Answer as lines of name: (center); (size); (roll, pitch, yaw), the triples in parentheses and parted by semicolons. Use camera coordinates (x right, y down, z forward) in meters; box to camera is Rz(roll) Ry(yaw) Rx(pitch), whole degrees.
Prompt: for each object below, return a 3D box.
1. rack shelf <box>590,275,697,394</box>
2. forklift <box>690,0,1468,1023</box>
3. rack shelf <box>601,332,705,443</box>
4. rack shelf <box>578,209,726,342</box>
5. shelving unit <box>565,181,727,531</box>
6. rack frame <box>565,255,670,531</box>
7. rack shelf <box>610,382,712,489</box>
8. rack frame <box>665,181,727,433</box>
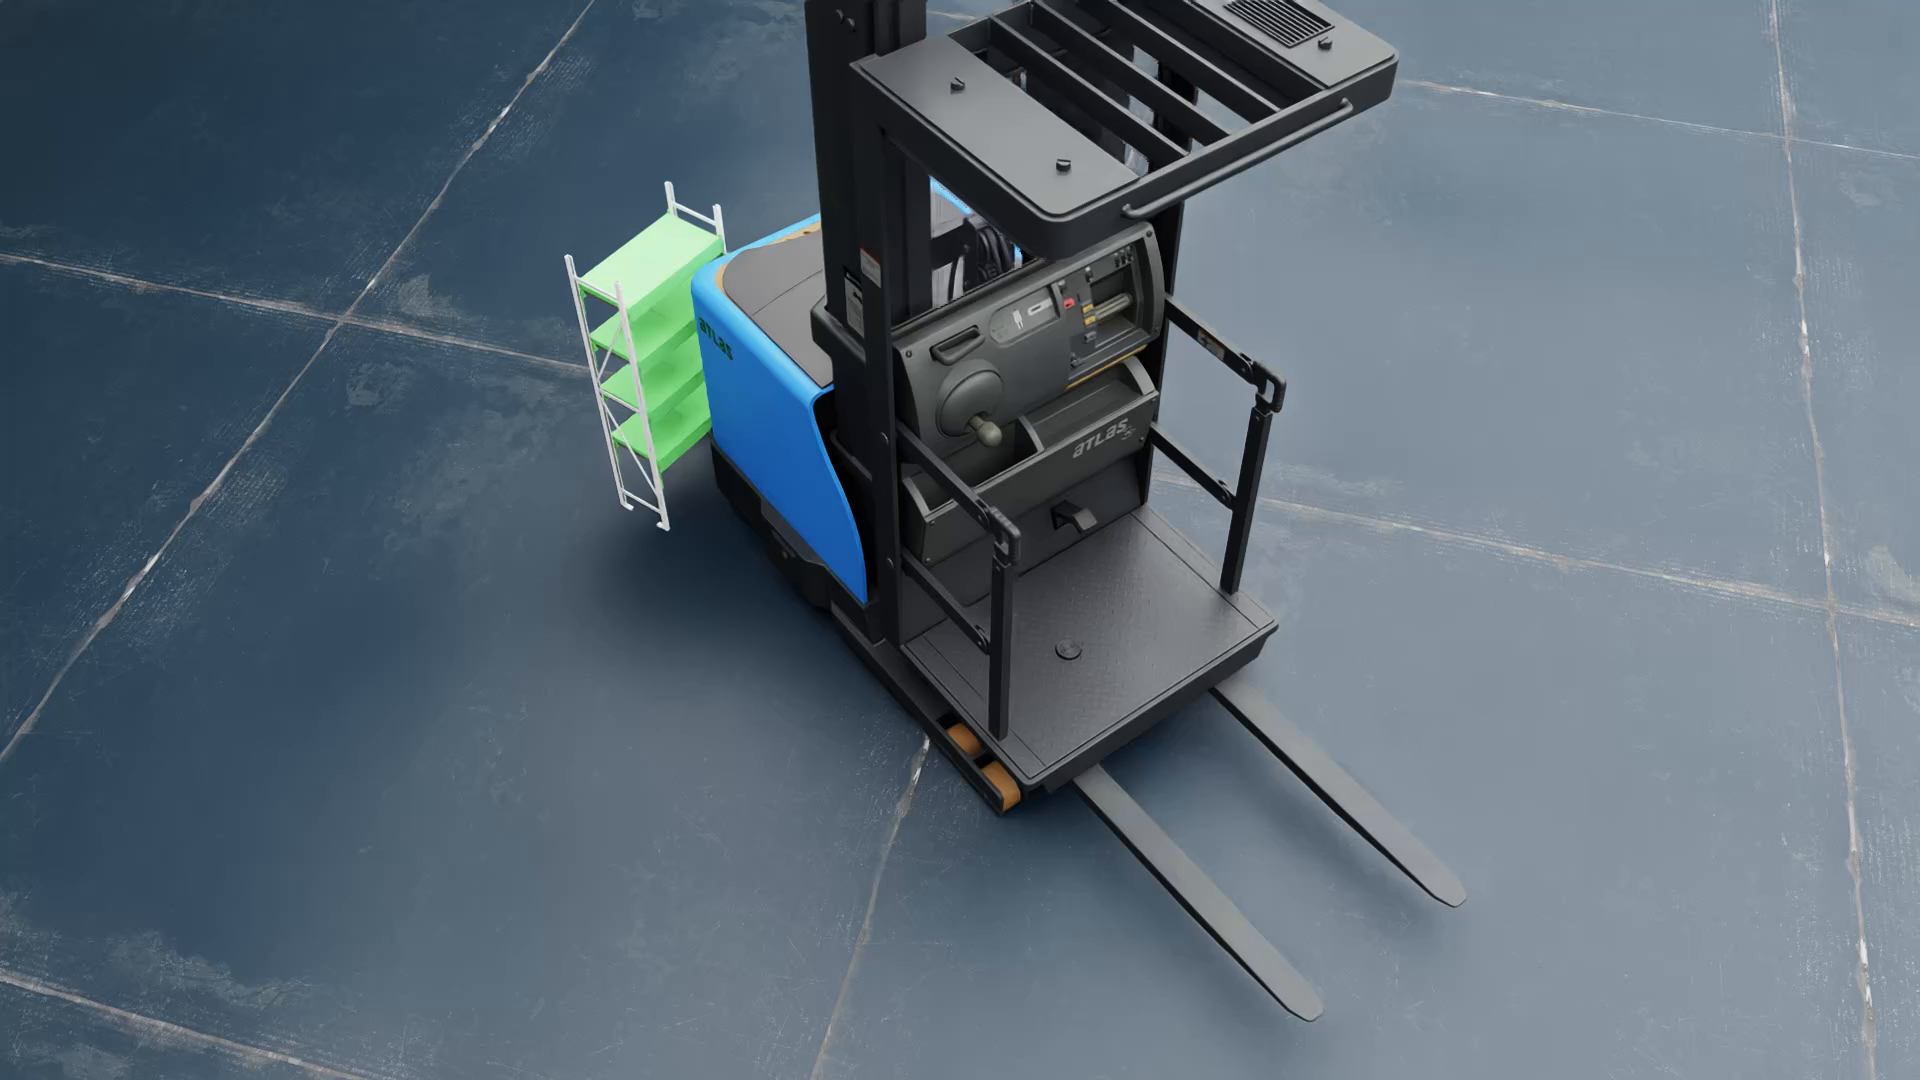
rack shelf: (-1.058, -0.753, 5.879); (0.258, 0.148, 0.480); (28, 54, 23)
forklift: (0.355, -0.504, 4.740); (1.130, 2.935, 3.031); (-29, 55, -23)
rack shelf: (-1.057, -0.594, 6.058); (0.258, 0.148, 0.480); (28, 54, 23)
rack shelf: (-1.058, -0.912, 5.699); (0.258, 0.148, 0.480); (28, 54, 23)
shelving unit: (-1.057, -0.636, 6.011); (0.258, 1.200, 0.503); (28, 54, 23)
rack frame: (-1.198, -0.487, 5.879); (0.240, 1.200, 0.015); (28, 54, 23)
rack shelf: (-1.057, -0.435, 6.238); (0.258, 0.148, 0.480); (28, 54, 23)
rack frame: (-0.916, -0.785, 6.142); (0.240, 1.200, 0.015); (28, 54, 23)
